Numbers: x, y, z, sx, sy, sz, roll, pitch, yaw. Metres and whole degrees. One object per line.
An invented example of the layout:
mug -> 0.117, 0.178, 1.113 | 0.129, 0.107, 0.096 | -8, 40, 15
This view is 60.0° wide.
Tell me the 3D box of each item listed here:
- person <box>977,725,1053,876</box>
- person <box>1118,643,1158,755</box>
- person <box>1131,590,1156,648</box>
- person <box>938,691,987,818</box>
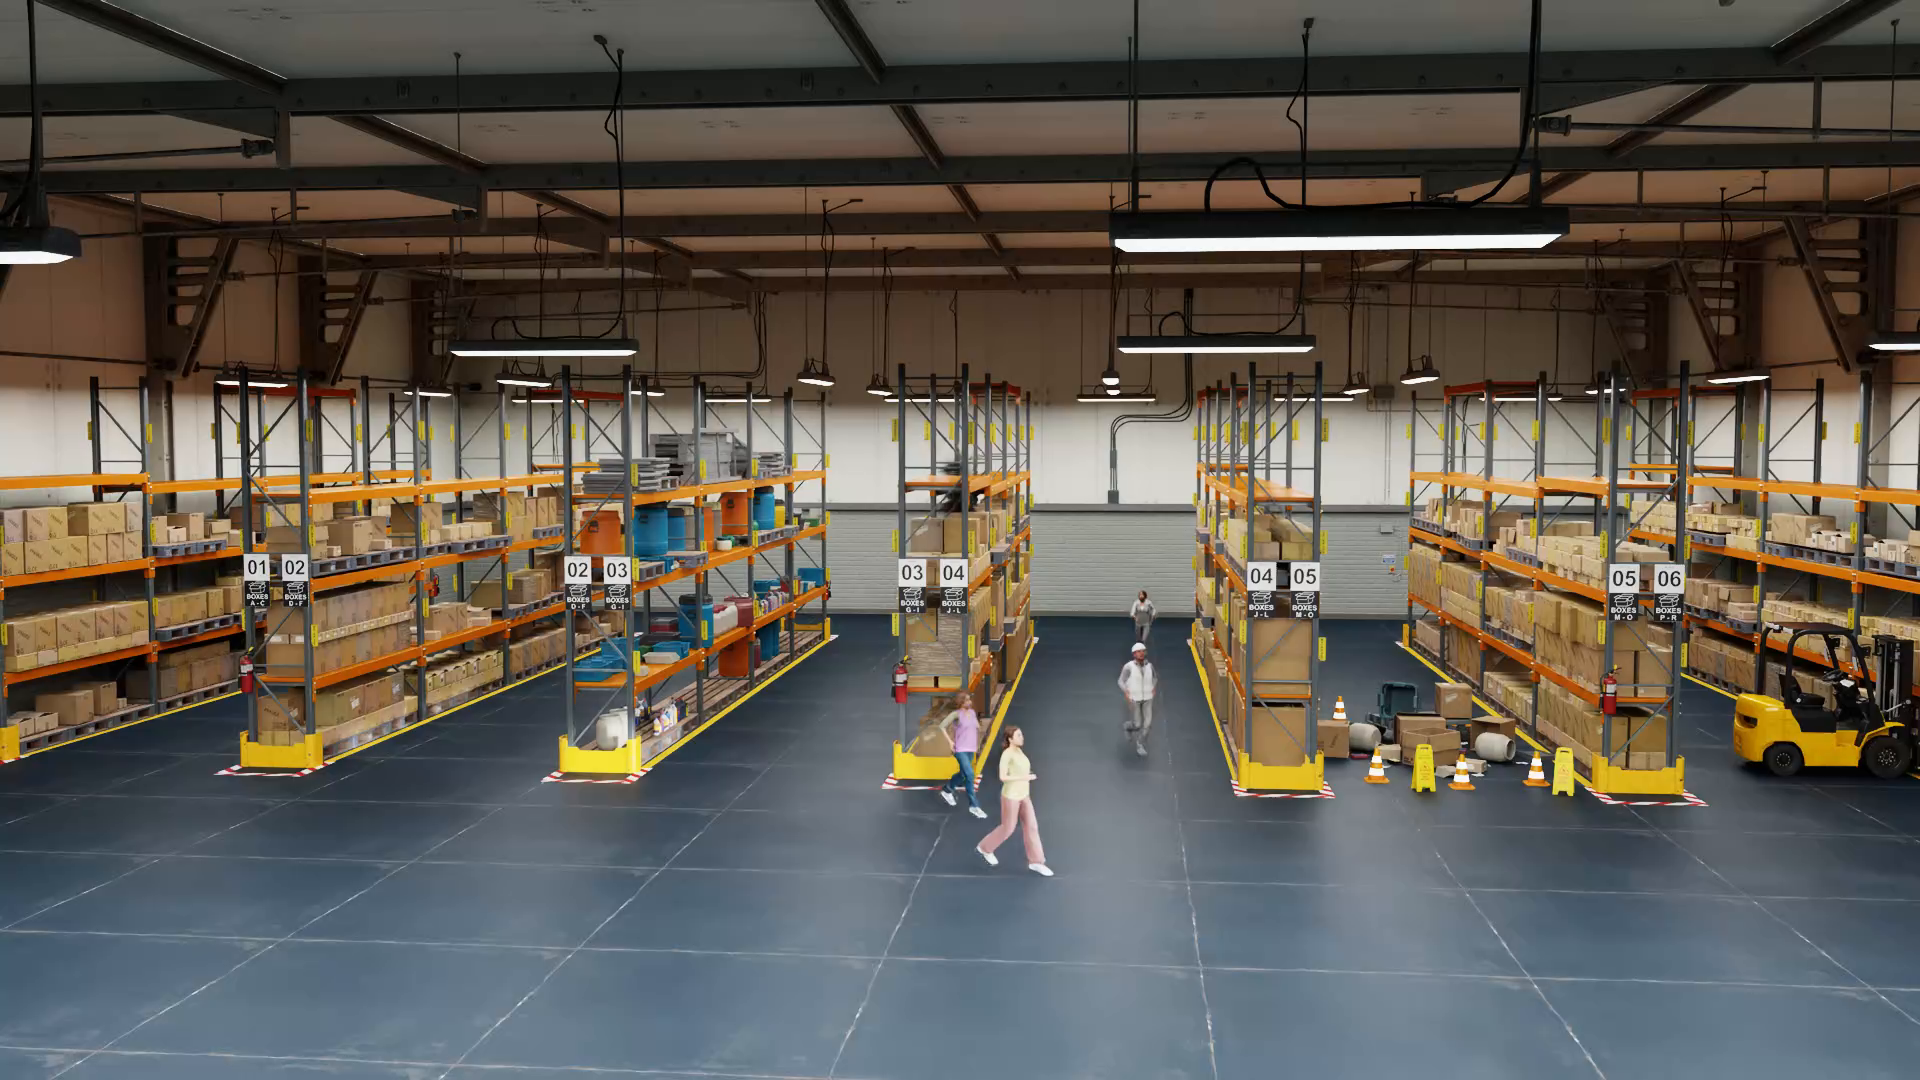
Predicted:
person -> 0.615, 2.935, 18.853 | 0.950, 1.669, 0.574 | 2, 4, 32
person -> 2.802, 2.473, 26.059 | 0.660, 1.732, 0.634 | -1, 4, -14
person -> 4.020, 1.885, 36.493 | 0.547, 1.594, 0.781 | 1, 4, 10
person -> 0.045, 2.783, 21.819 | 0.869, 1.593, 0.528 | 3, 5, 41
